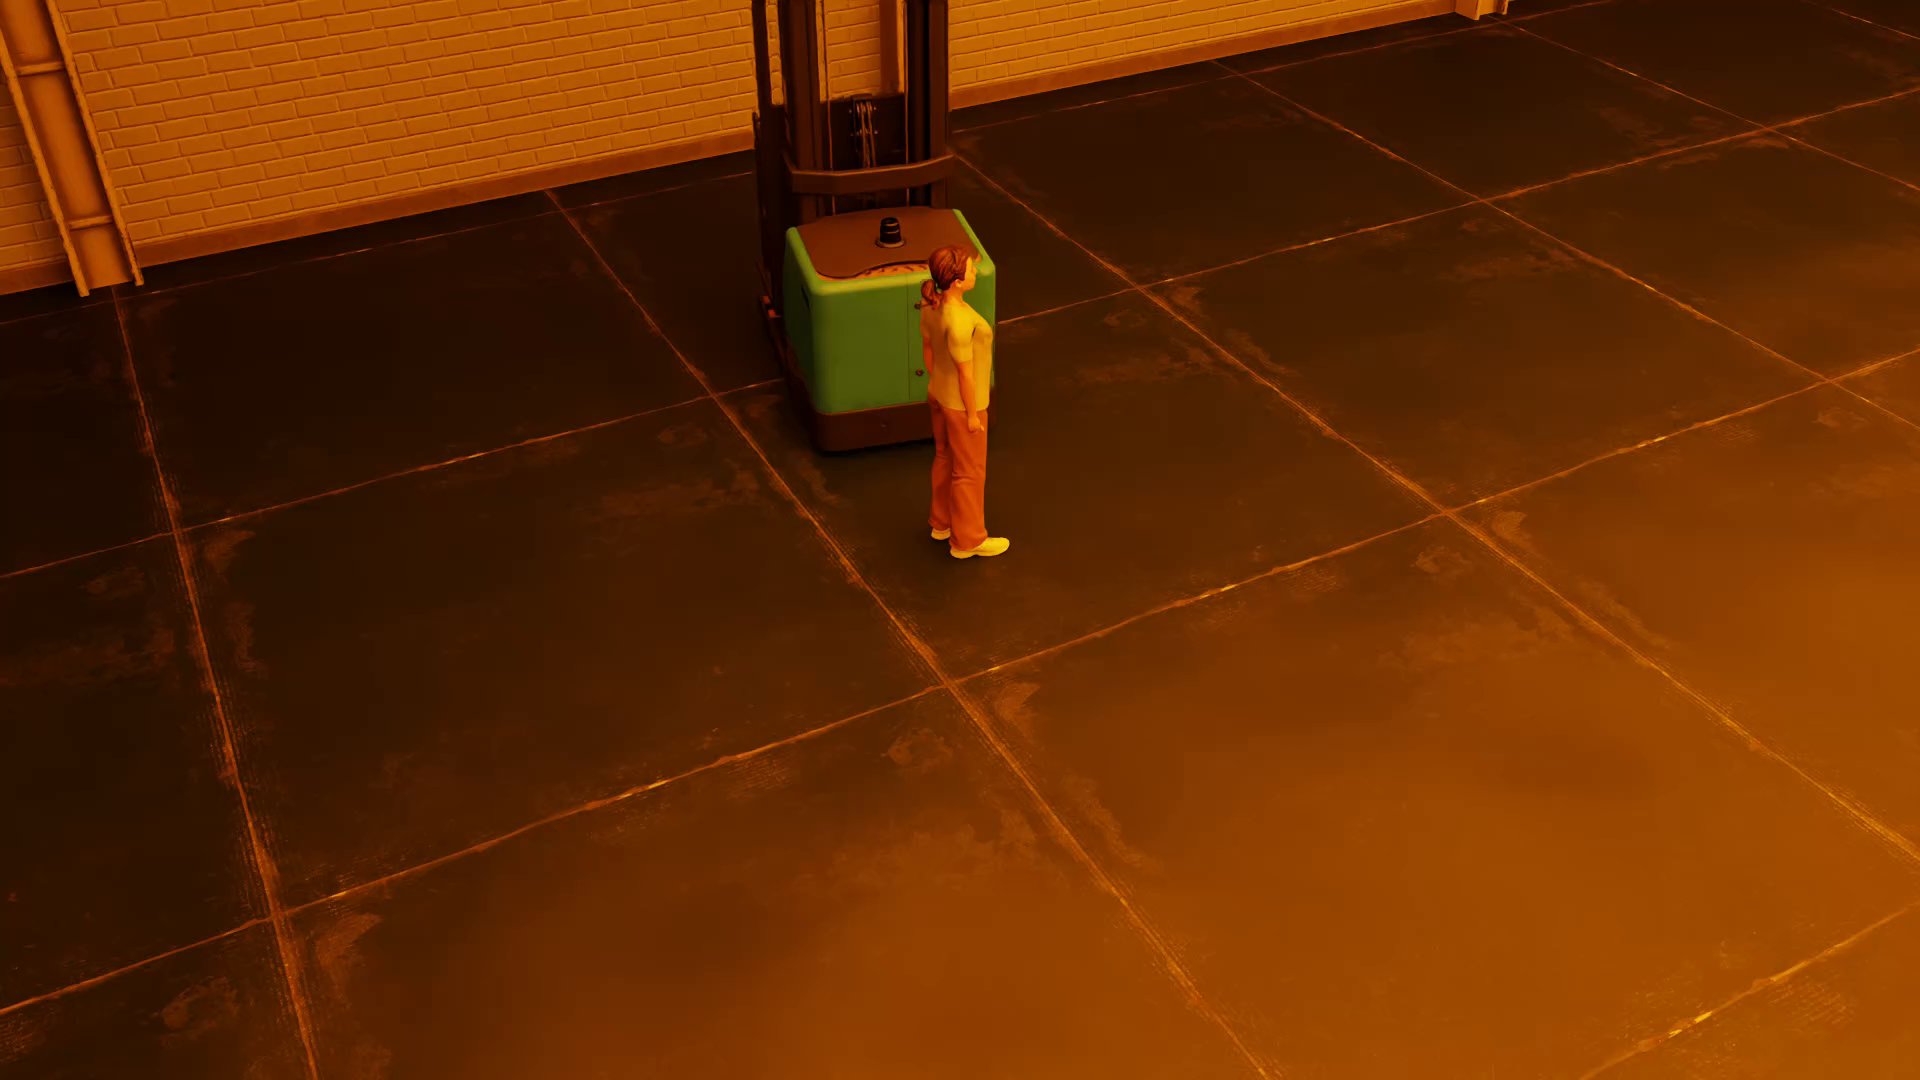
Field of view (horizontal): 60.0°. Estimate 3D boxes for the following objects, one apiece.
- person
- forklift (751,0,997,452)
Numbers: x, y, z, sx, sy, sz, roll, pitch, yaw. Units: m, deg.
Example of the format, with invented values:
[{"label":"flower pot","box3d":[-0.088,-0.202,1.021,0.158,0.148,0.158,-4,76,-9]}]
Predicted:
[{"label":"person","box3d":[-0.004,-0.681,8.180,0.389,1.671,0.427,-17,39,-23]},{"label":"forklift","box3d":[-0.666,-2.537,9.712,1.130,2.935,3.031,-9,36,-12]}]
